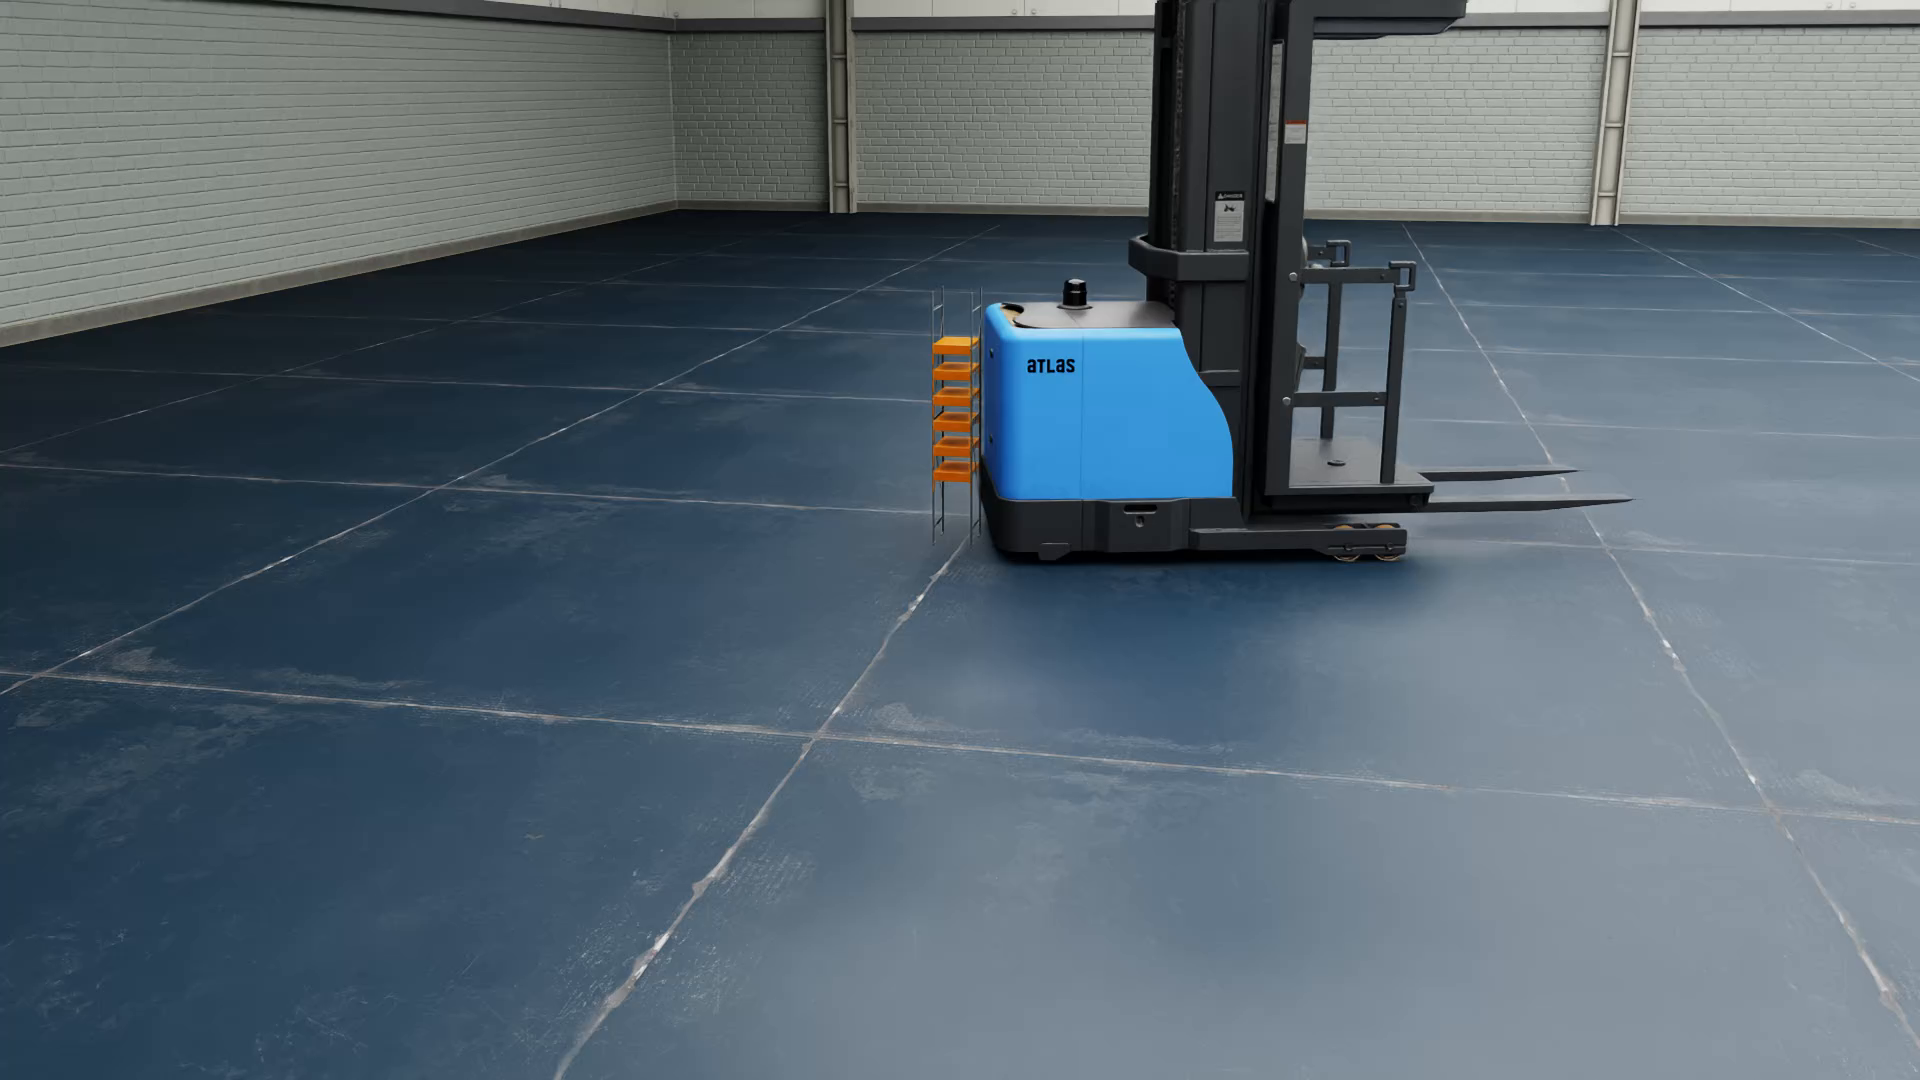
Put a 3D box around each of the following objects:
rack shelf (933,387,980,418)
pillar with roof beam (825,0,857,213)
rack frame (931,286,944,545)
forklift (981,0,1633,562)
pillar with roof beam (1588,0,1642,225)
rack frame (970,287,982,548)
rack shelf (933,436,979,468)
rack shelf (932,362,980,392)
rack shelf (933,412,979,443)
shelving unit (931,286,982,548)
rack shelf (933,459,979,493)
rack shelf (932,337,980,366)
[{"bbox_3d":[-0.014,-0.652,7.814,0.180,0.103,0.258,3,16,11],"label":"rack shelf"},{"bbox_3d":[-2.799,-8.670,22.435,0.400,9.000,9.100,3,16,11],"label":"pillar with roof beam"},{"bbox_3d":[-0.104,-0.584,7.852,0.006,1.200,0.240,3,16,11],"label":"rack frame"},{"bbox_3d":[1.649,-1.452,7.743,3.031,2.935,1.130,-1,16,-4],"label":"forklift"},{"bbox_3d":[8.960,-8.032,20.131,0.400,9.000,9.100,3,16,11],"label":"pillar with roof beam"},{"bbox_3d":[0.075,-0.574,7.817,0.006,1.200,0.240,3,16,11],"label":"rack frame"},{"bbox_3d":[-0.014,-0.421,7.879,0.180,0.103,0.258,3,16,11],"label":"rack shelf"},{"bbox_3d":[-0.014,-0.767,7.782,0.180,0.103,0.258,3,16,11],"label":"rack shelf"},{"bbox_3d":[-0.014,-0.536,7.846,0.180,0.103,0.258,3,16,11],"label":"rack shelf"},{"bbox_3d":[-0.014,-0.579,7.835,0.189,1.200,0.258,3,16,11],"label":"shelving unit"},{"bbox_3d":[-0.014,-0.305,7.911,0.180,0.103,0.258,3,16,11],"label":"rack shelf"},{"bbox_3d":[-0.014,-0.883,7.750,0.180,0.103,0.258,3,16,11],"label":"rack shelf"}]
